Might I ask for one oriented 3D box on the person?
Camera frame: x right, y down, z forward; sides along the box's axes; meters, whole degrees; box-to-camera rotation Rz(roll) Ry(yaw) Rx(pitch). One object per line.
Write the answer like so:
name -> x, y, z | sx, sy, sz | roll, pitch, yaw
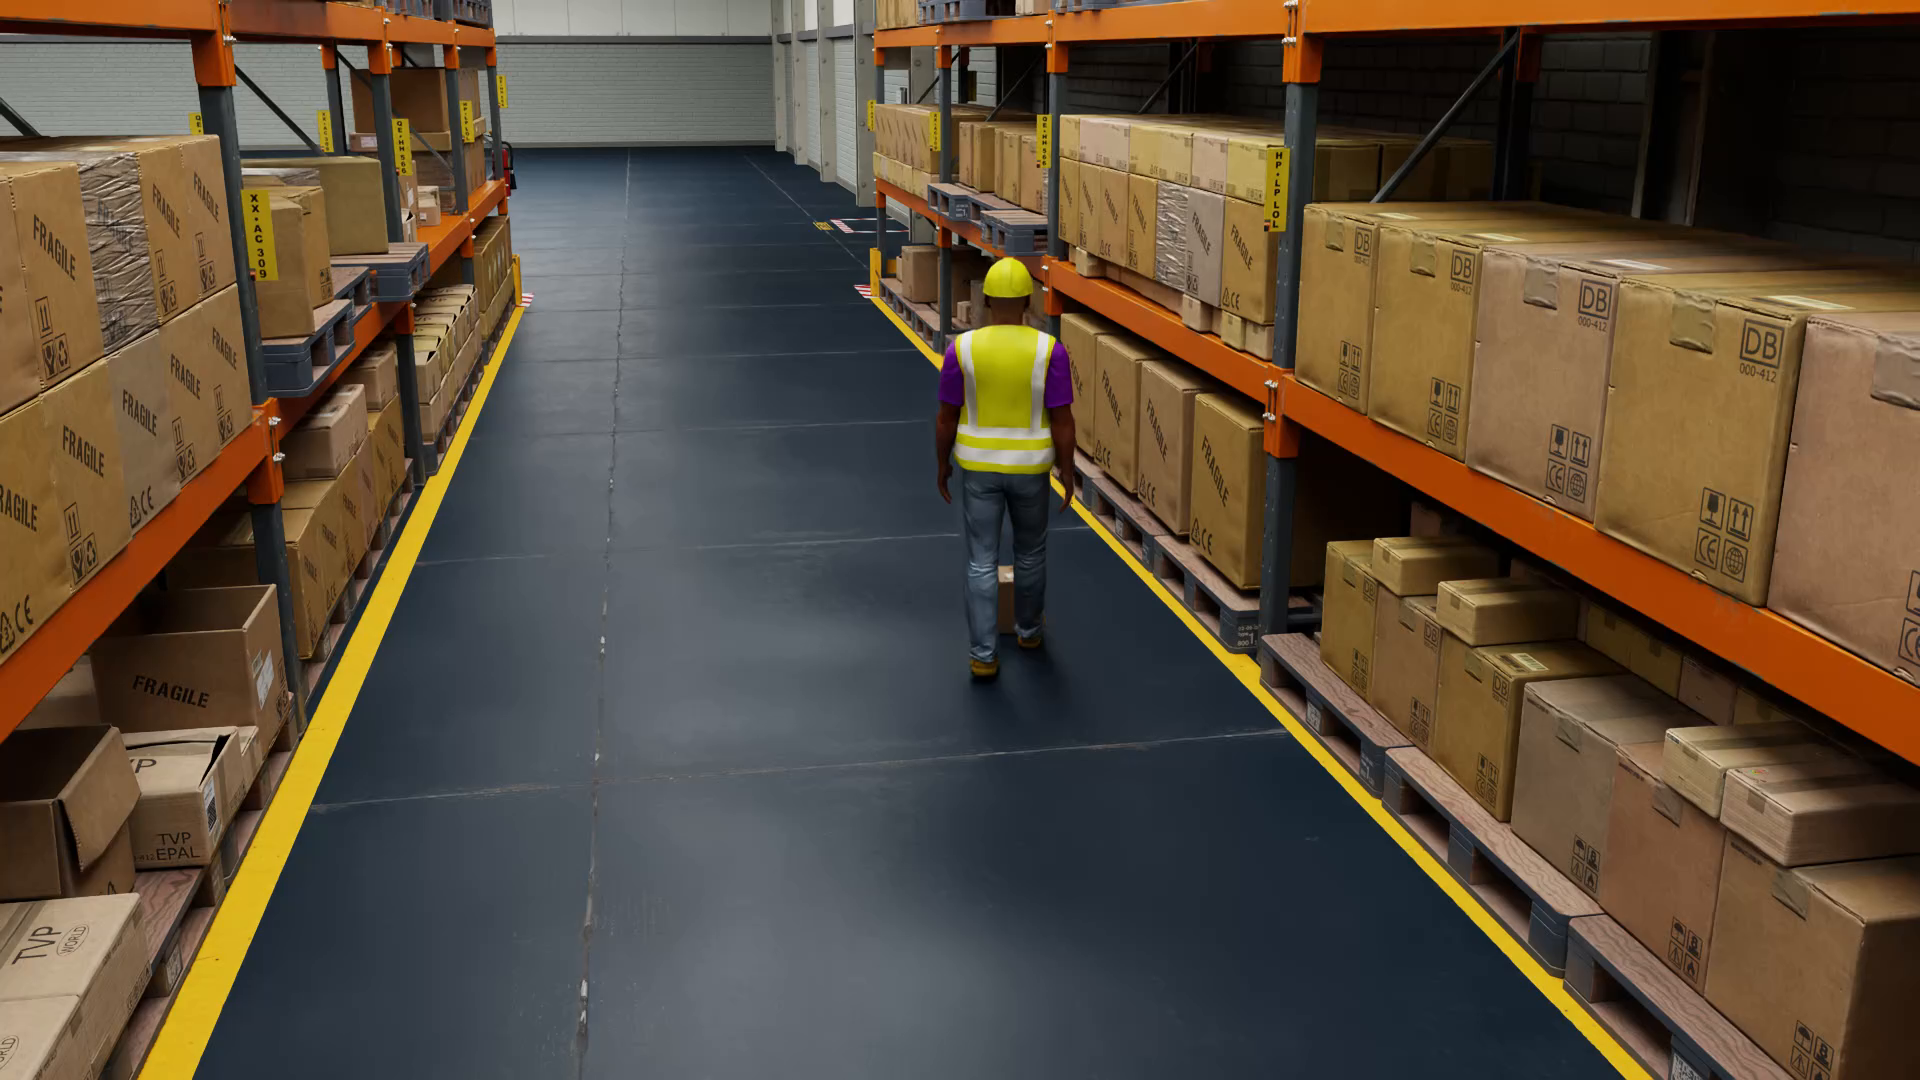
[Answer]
person -> 0.193, -0.334, 7.127 | 0.585, 1.763, 0.732 | 1, 16, 2
